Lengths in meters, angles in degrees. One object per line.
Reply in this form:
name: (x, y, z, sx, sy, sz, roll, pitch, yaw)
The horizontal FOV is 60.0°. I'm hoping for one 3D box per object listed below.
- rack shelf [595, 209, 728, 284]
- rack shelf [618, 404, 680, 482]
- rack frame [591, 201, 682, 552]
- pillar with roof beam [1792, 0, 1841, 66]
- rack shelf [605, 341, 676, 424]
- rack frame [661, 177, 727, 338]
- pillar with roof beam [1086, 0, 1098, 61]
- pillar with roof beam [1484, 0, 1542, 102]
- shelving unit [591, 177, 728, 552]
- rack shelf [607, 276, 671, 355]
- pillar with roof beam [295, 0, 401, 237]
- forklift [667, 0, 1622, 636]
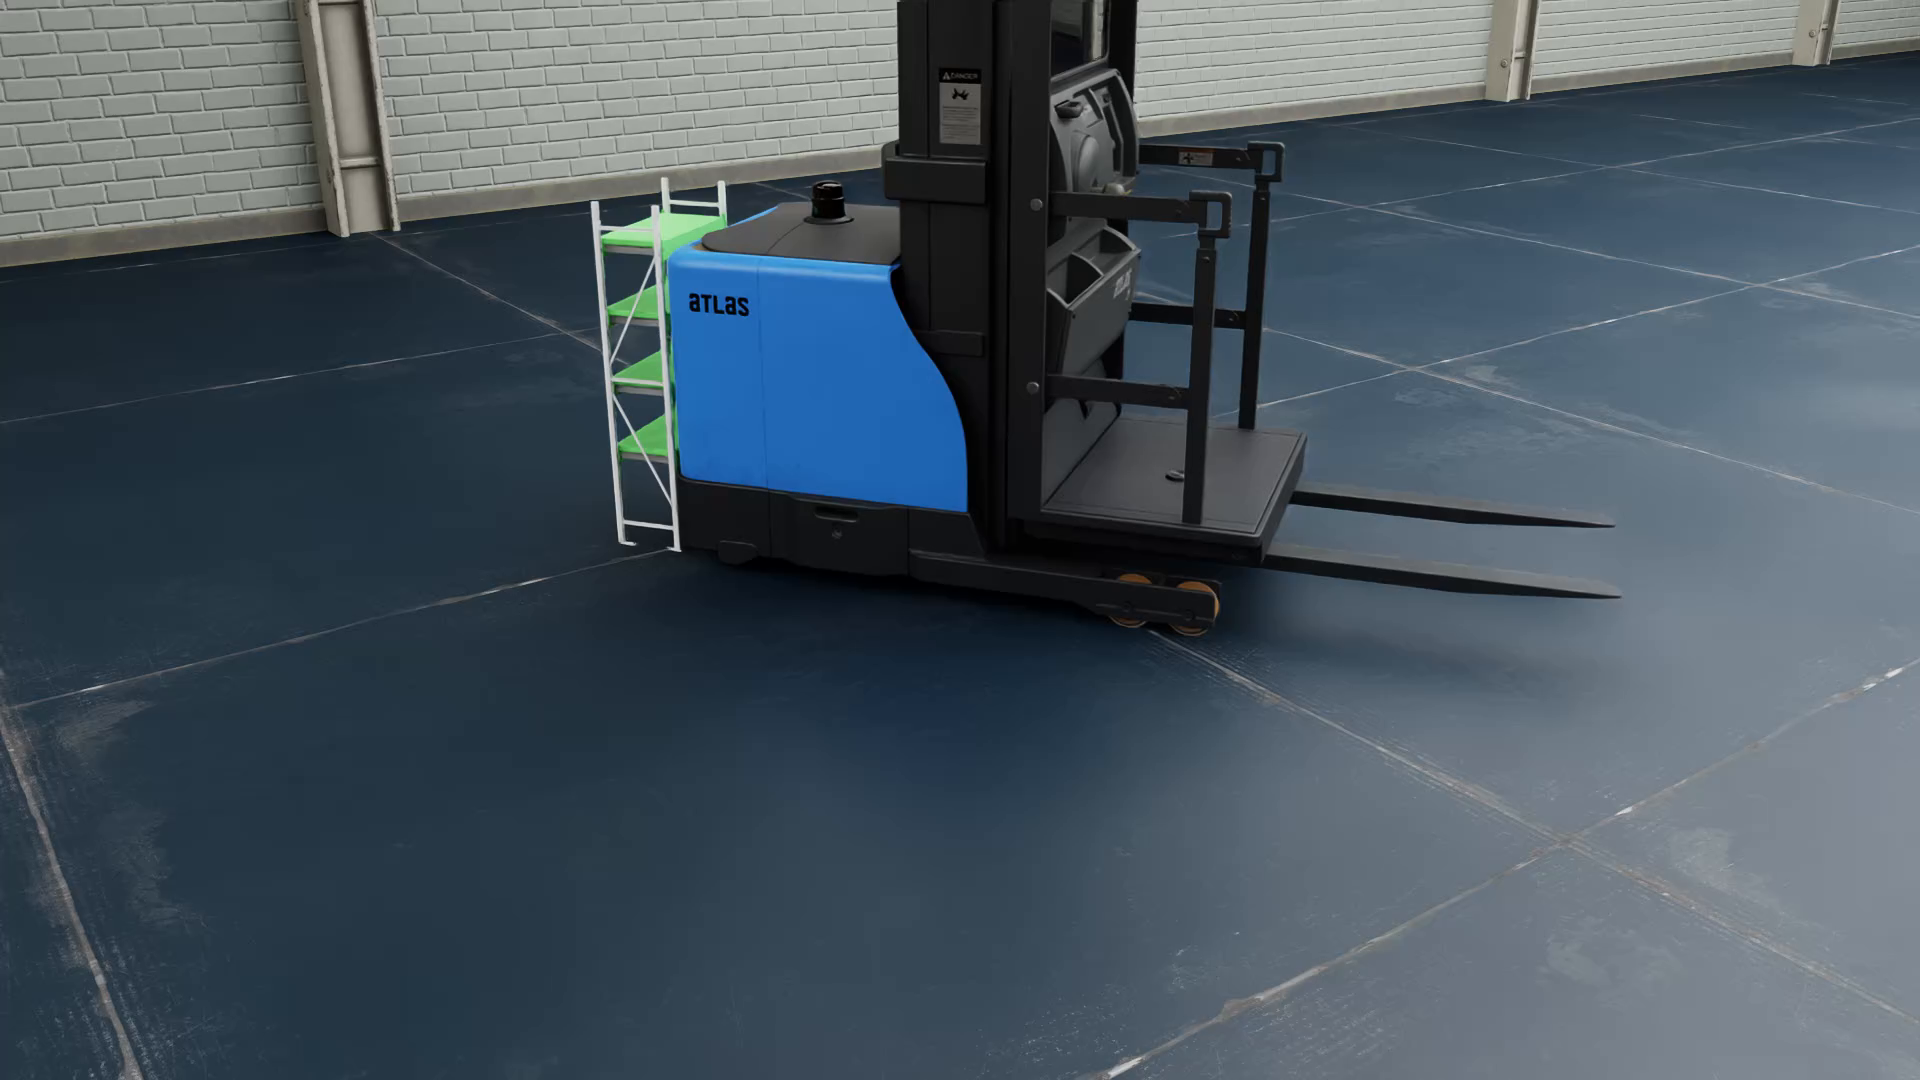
rack shelf: (-1.012, -1.005, 5.674, 0.258, 0.148, 0.480, 7, 23, 17)
rack shelf: (-1.012, -0.337, 5.941, 0.258, 0.148, 0.480, 7, 23, 17)
rack frame: (-1.087, -0.533, 5.613, 0.240, 1.200, 0.015, 7, 23, 17)
pillar with roof beam: (13.157, -8.846, 15.923, 0.400, 9.000, 9.100, -15, 26, -33)
rack shelf: (-1.012, -0.559, 5.852, 0.258, 0.148, 0.480, 7, 23, 17)
rack frame: (-0.936, -0.705, 6.044, 0.240, 1.200, 0.015, 7, 23, 17)
pillar with roof beam: (3.416, -6.249, 9.414, 0.400, 9.000, 9.100, -15, 26, -33)
pillar with roof beam: (8.287, -7.547, 12.668, 0.400, 9.000, 9.100, -15, 26, -33)
shelving unit: (-1.012, -0.619, 5.828, 0.258, 1.200, 0.503, 7, 23, 17)
rack shelf: (-1.012, -0.782, 5.763, 0.258, 0.148, 0.480, 7, 23, 17)
pillar with roof beam: (-1.454, -4.950, 6.159, 0.400, 9.000, 9.100, -15, 26, -33)
forklift: (0.613, -1.285, 5.161, 3.031, 2.935, 1.130, 7, 23, 17)
